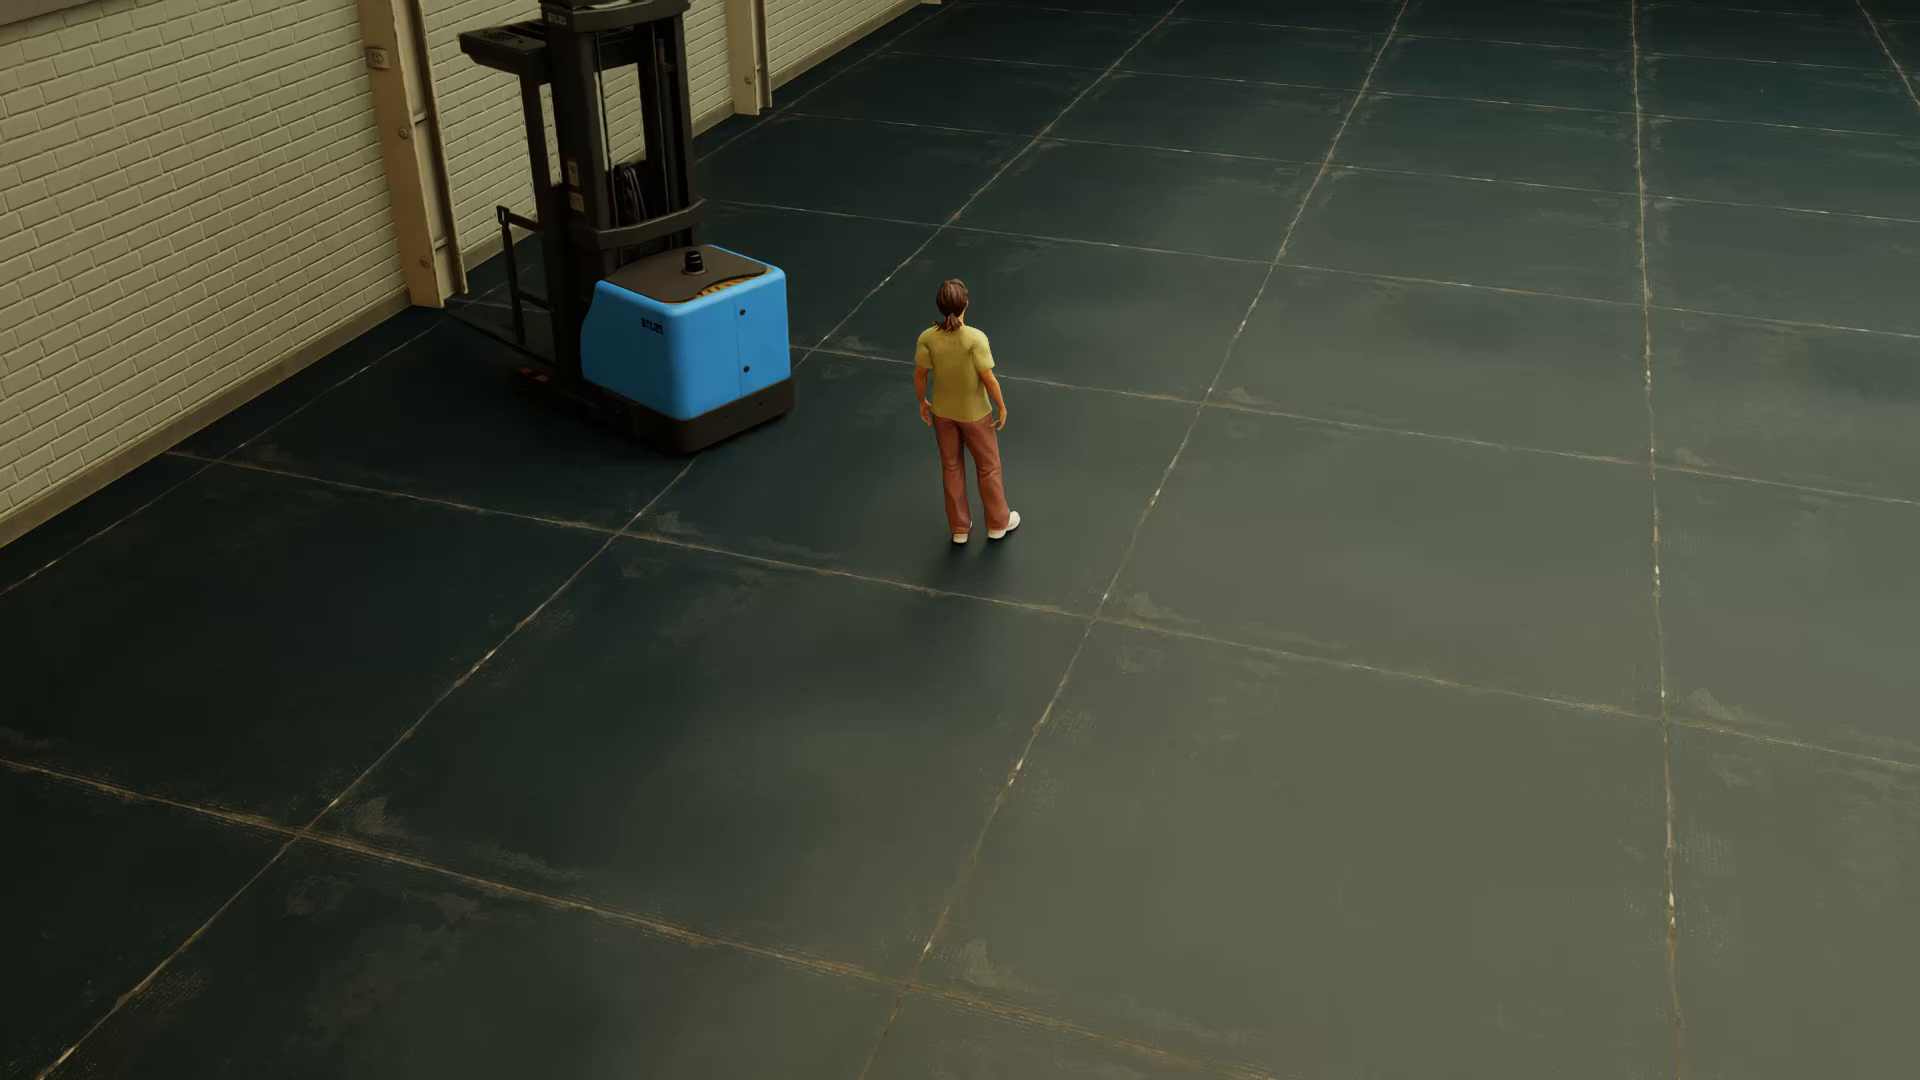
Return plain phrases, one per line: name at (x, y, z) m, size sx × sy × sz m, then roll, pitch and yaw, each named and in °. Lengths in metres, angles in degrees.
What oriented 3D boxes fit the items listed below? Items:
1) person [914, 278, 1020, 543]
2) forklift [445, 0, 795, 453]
person at (0.035, -0.767, 9.734) m, size 0.553 × 1.675 × 0.549 m, roll 10°, pitch 31°, yaw 16°
forklift at (-2.588, -2.456, 11.445) m, size 3.031 × 2.935 × 1.130 m, roll 24°, pitch 37°, yaw 35°
